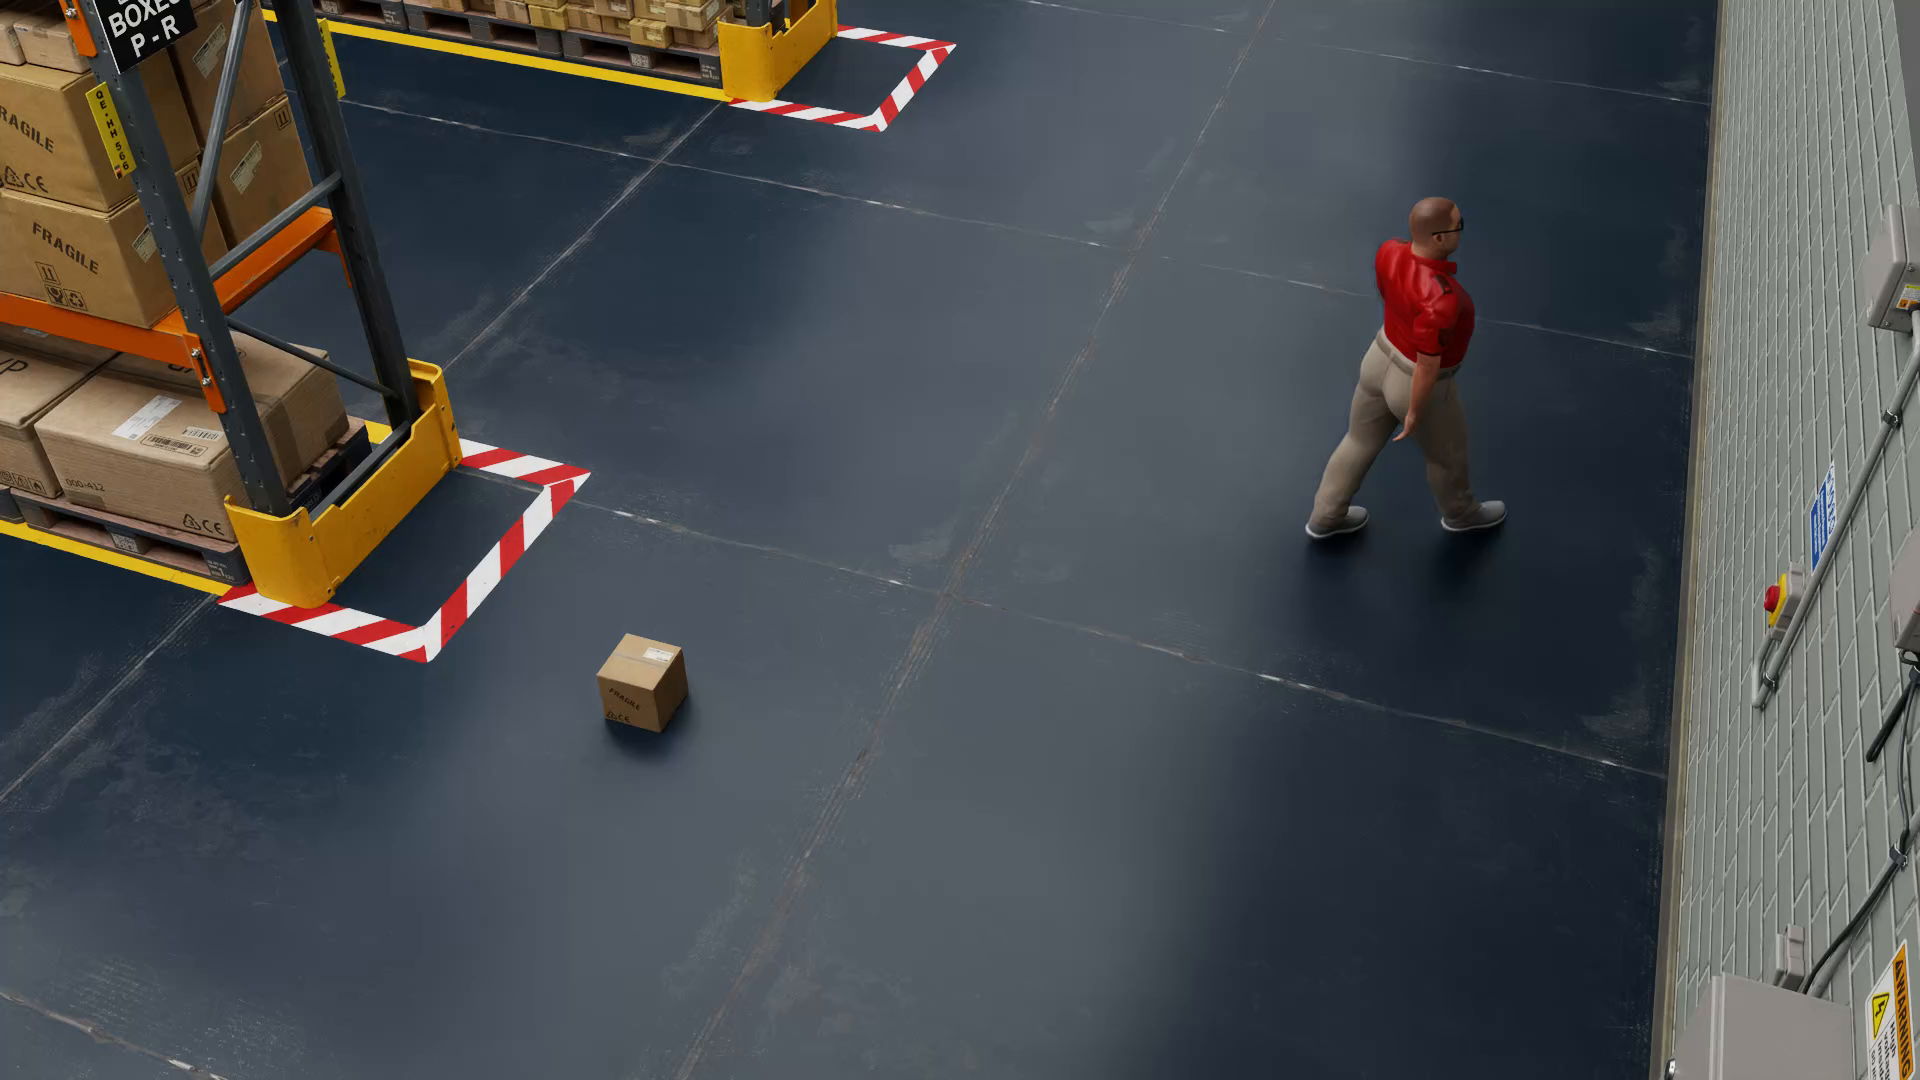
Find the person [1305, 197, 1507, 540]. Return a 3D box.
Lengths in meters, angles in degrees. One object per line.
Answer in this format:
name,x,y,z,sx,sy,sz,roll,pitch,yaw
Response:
person,1.991,-0.722,6.975,0.897,1.688,0.539,-17,44,-19
